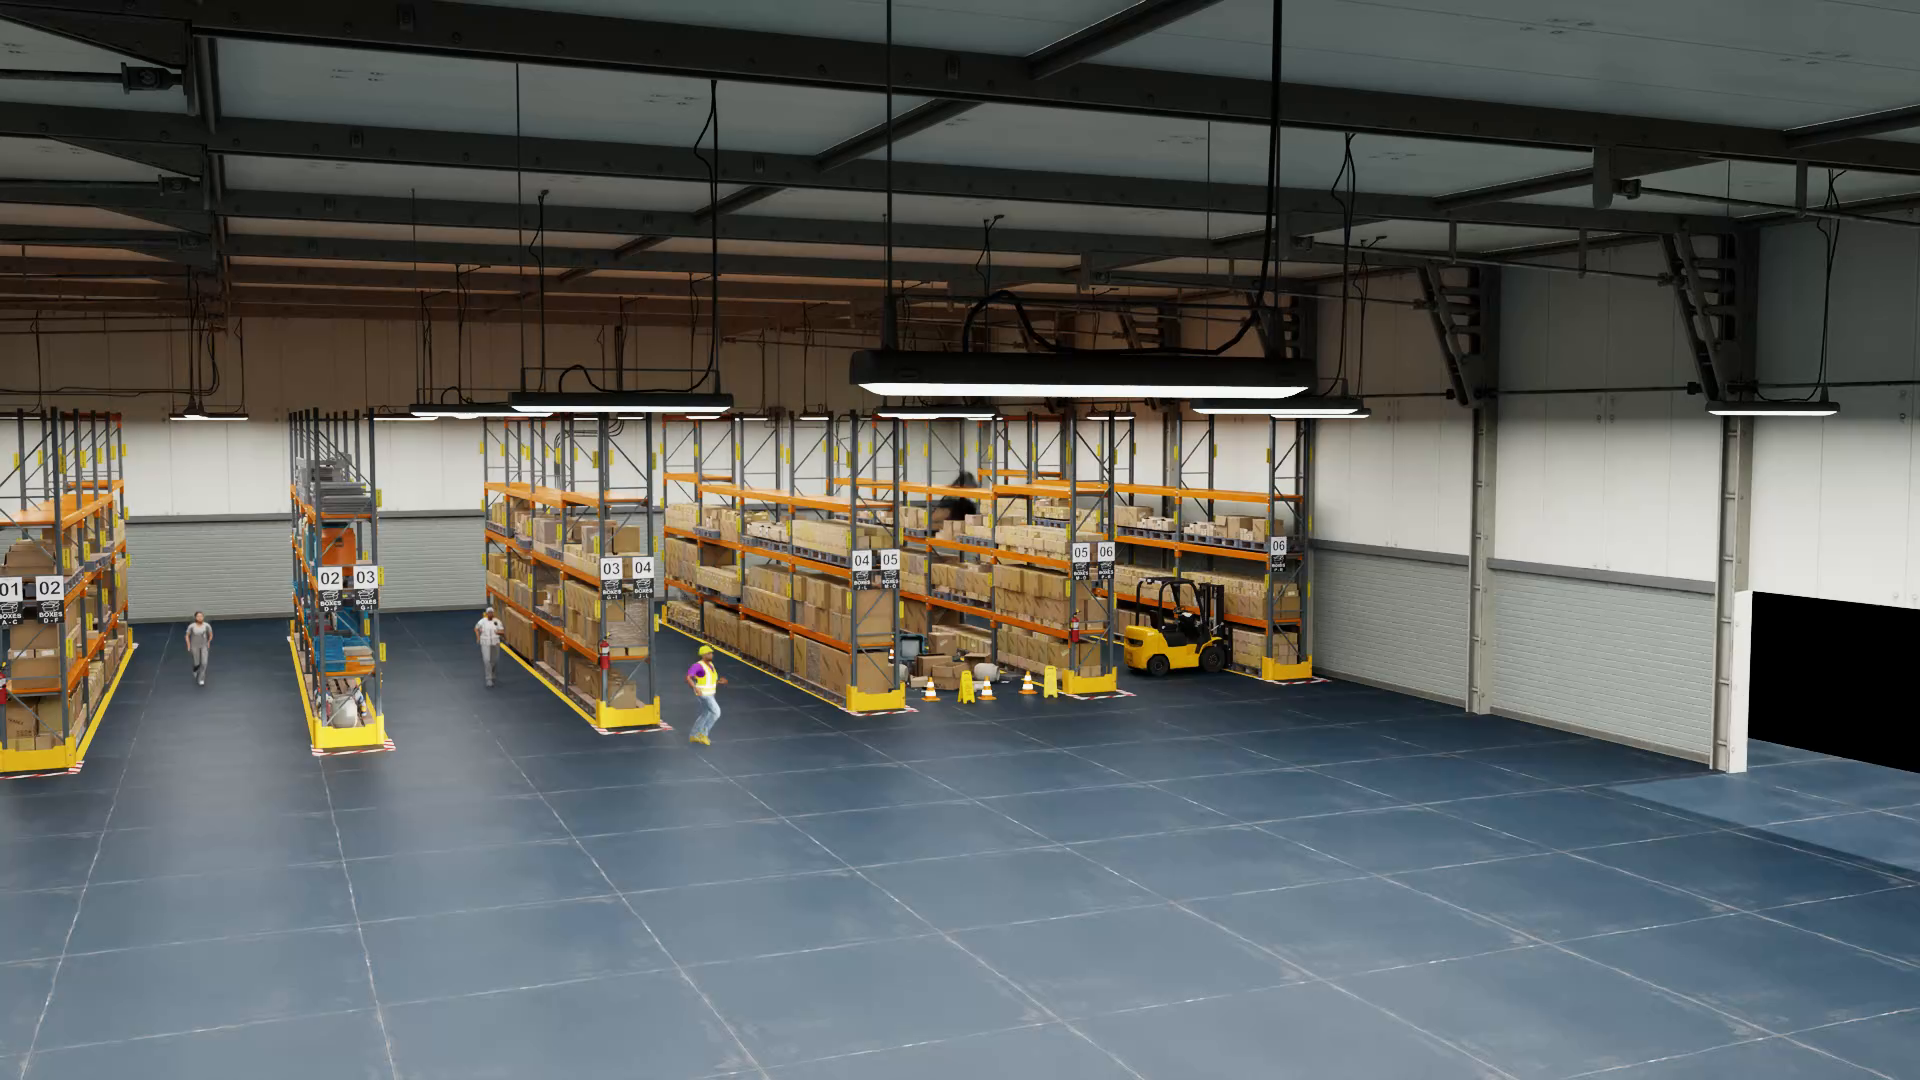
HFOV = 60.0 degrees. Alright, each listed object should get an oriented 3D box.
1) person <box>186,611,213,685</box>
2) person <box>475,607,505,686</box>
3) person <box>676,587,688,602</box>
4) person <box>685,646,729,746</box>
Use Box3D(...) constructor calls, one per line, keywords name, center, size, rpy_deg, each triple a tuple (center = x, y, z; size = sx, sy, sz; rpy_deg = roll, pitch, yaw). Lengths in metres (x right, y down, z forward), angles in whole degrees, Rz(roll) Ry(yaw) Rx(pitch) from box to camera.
Box3D(name="person", center=(-16.715, 2.362, 36.556), size=(0.552, 1.618, 0.599), rpy_deg=(-2, 5, -30))
Box3D(name="person", center=(-10.326, 2.311, 36.580), size=(0.601, 1.666, 0.915), rpy_deg=(-2, 4, -25))
Box3D(name="person", center=(-8.276, 1.346, 49.508), size=(0.663, 1.750, 0.948), rpy_deg=(3, 5, 41))
Box3D(name="person", center=(-4.507, 2.774, 29.646), size=(0.708, 1.778, 0.672), rpy_deg=(1, 4, 11))
